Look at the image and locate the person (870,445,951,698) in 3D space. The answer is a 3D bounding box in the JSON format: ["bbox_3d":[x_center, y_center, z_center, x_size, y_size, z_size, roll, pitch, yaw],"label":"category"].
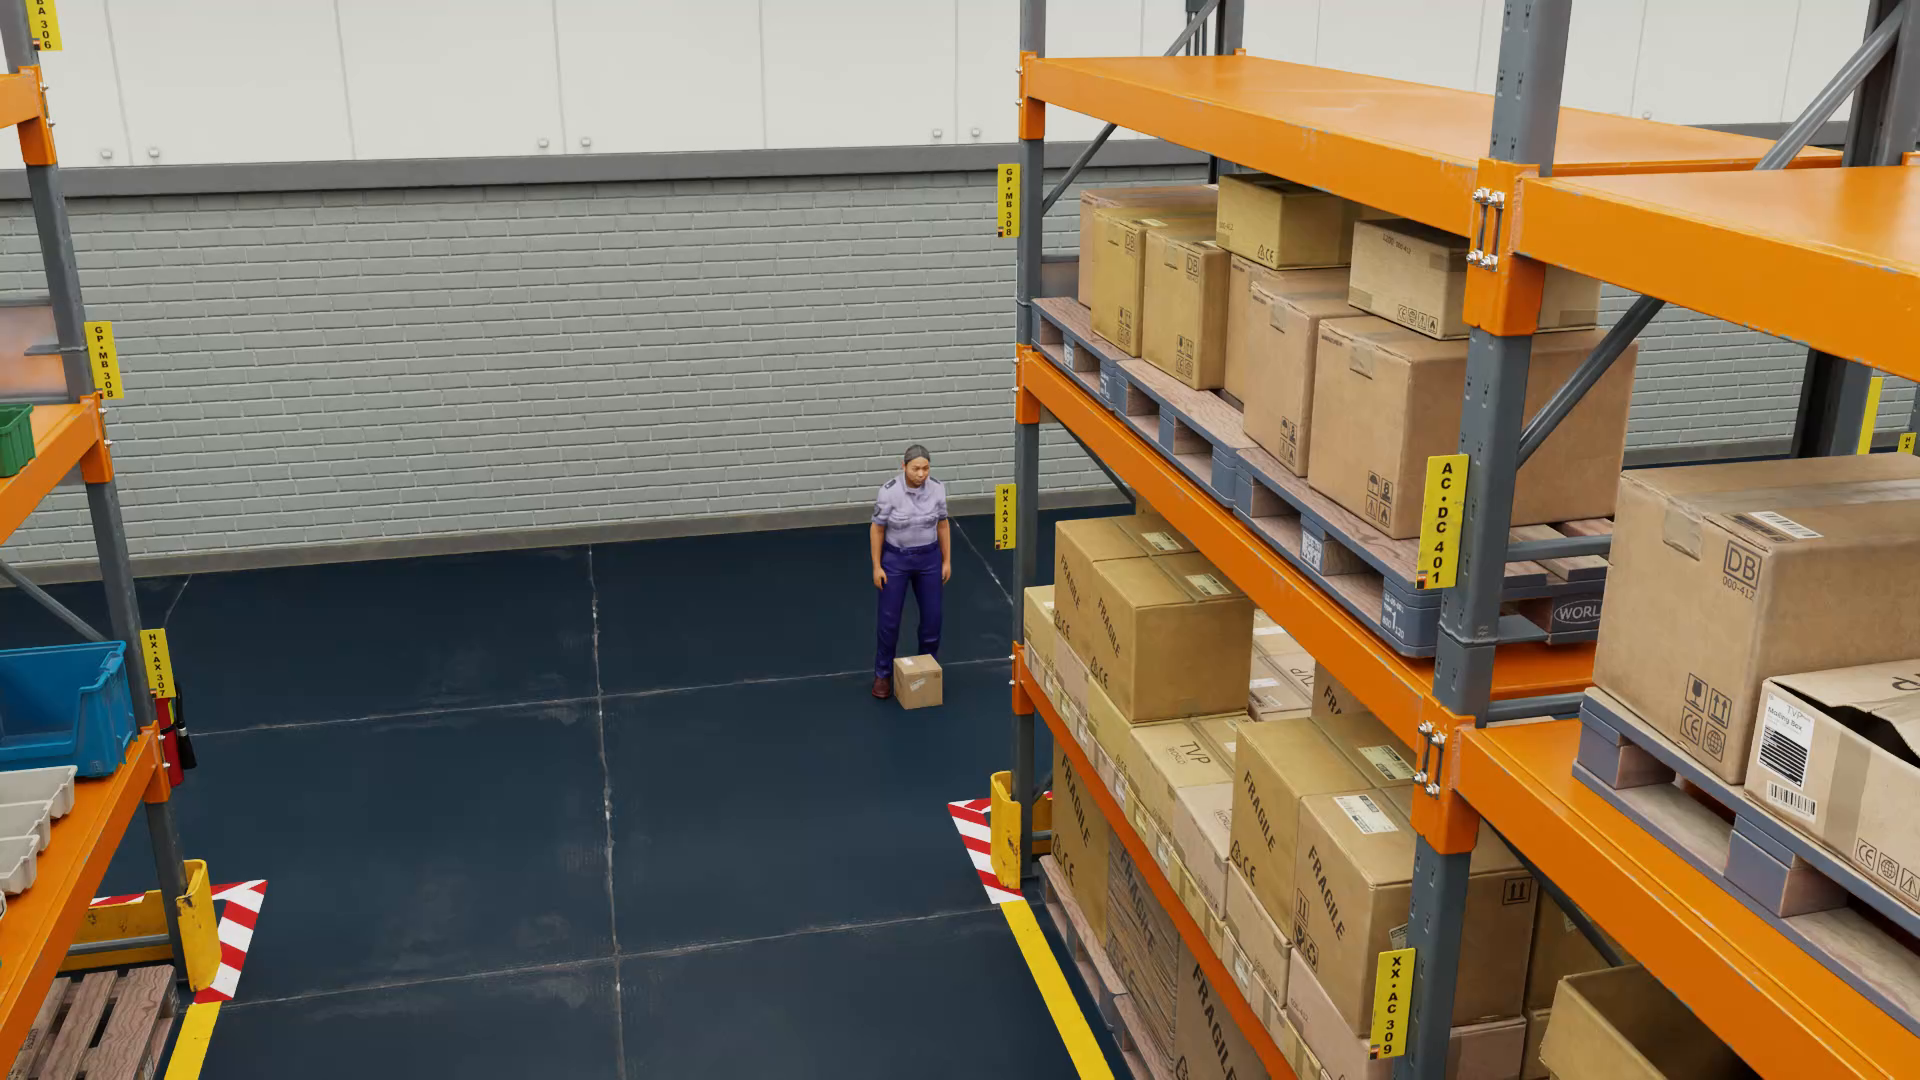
[{"bbox_3d":[-0.322,0.171,10.608,0.560,1.651,0.374,-6,21,-16],"label":"person"}]
